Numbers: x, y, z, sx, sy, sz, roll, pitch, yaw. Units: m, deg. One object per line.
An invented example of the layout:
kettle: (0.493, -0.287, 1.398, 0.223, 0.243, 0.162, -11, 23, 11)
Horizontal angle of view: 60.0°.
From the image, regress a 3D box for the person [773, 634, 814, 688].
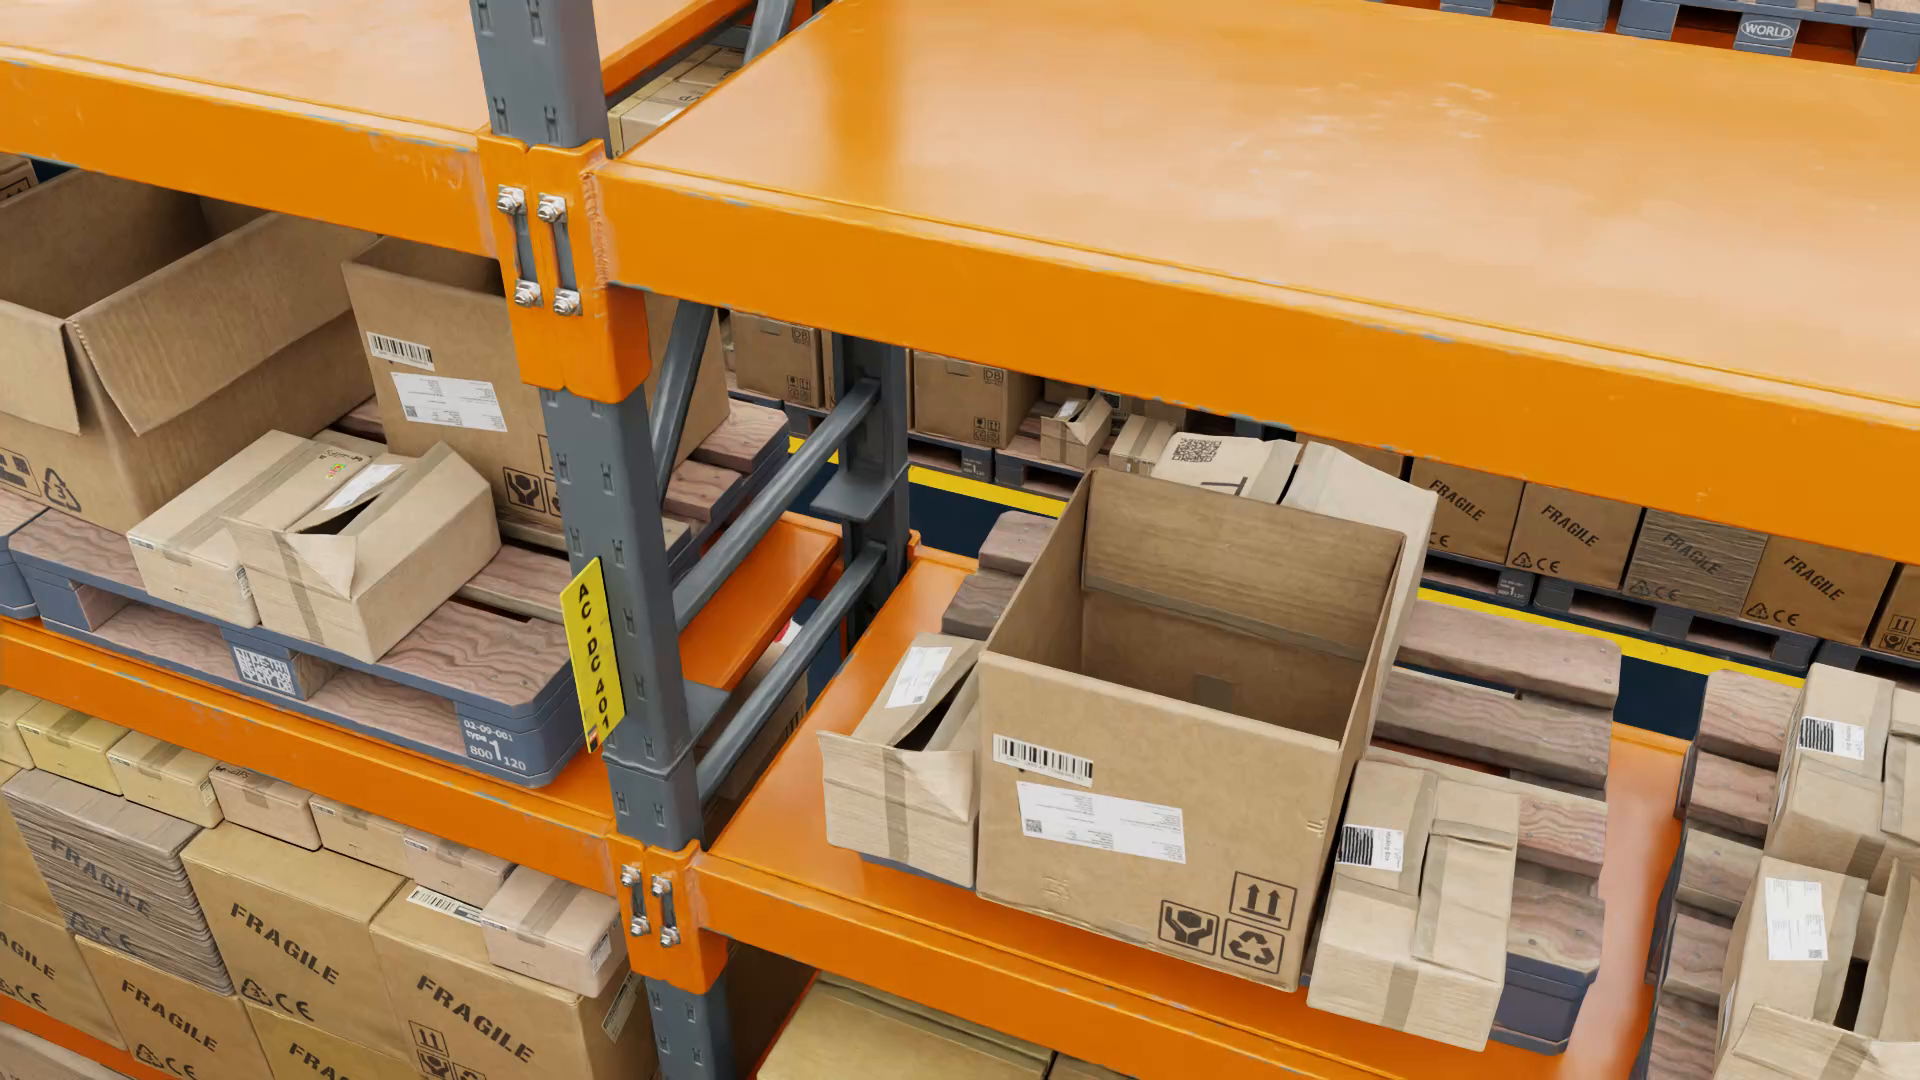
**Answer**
person: (-1.048, 0.574, 6.767, 0.886, 0.920, 0.570, 14, 39, 18)
